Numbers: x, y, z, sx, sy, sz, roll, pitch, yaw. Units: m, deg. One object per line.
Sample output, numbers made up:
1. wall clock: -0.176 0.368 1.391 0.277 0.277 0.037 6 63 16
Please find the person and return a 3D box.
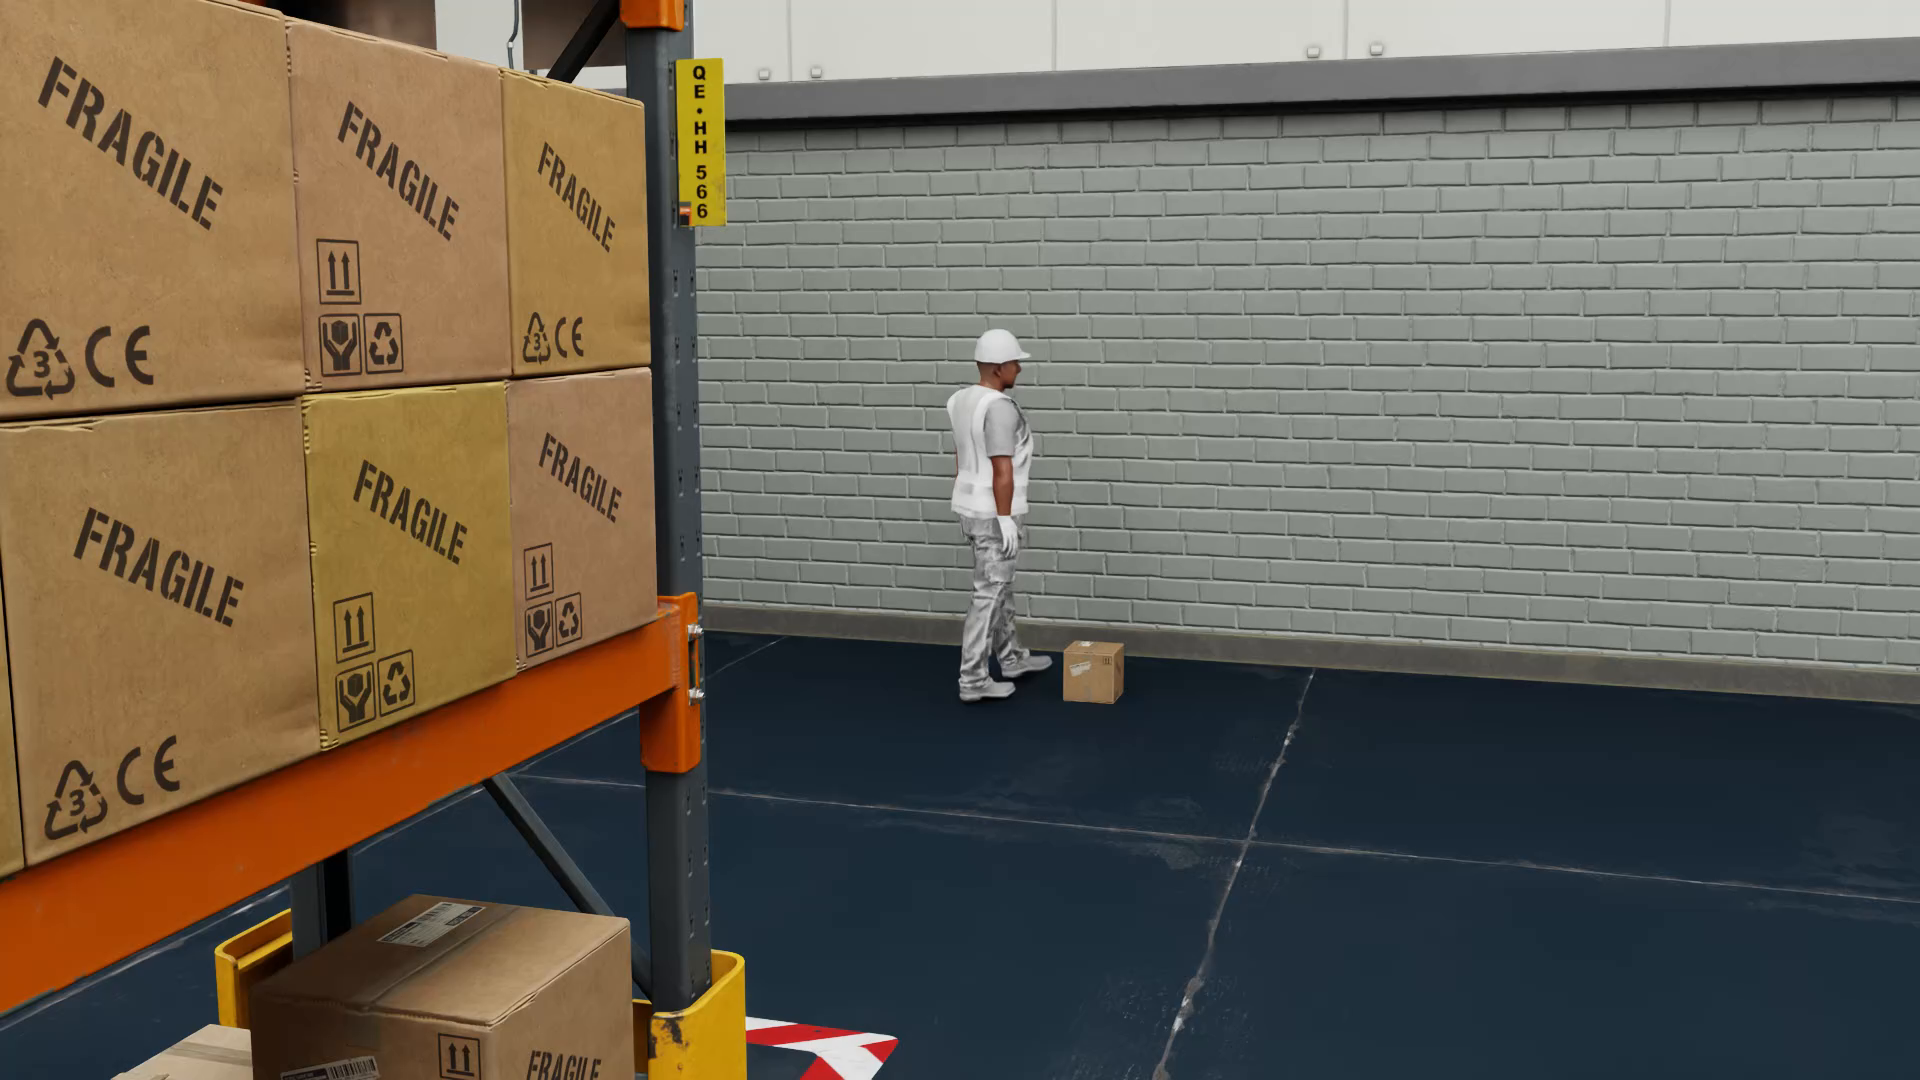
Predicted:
1. person: 0.271 -0.134 8.121 0.662 1.782 0.589 -4 9 -24
